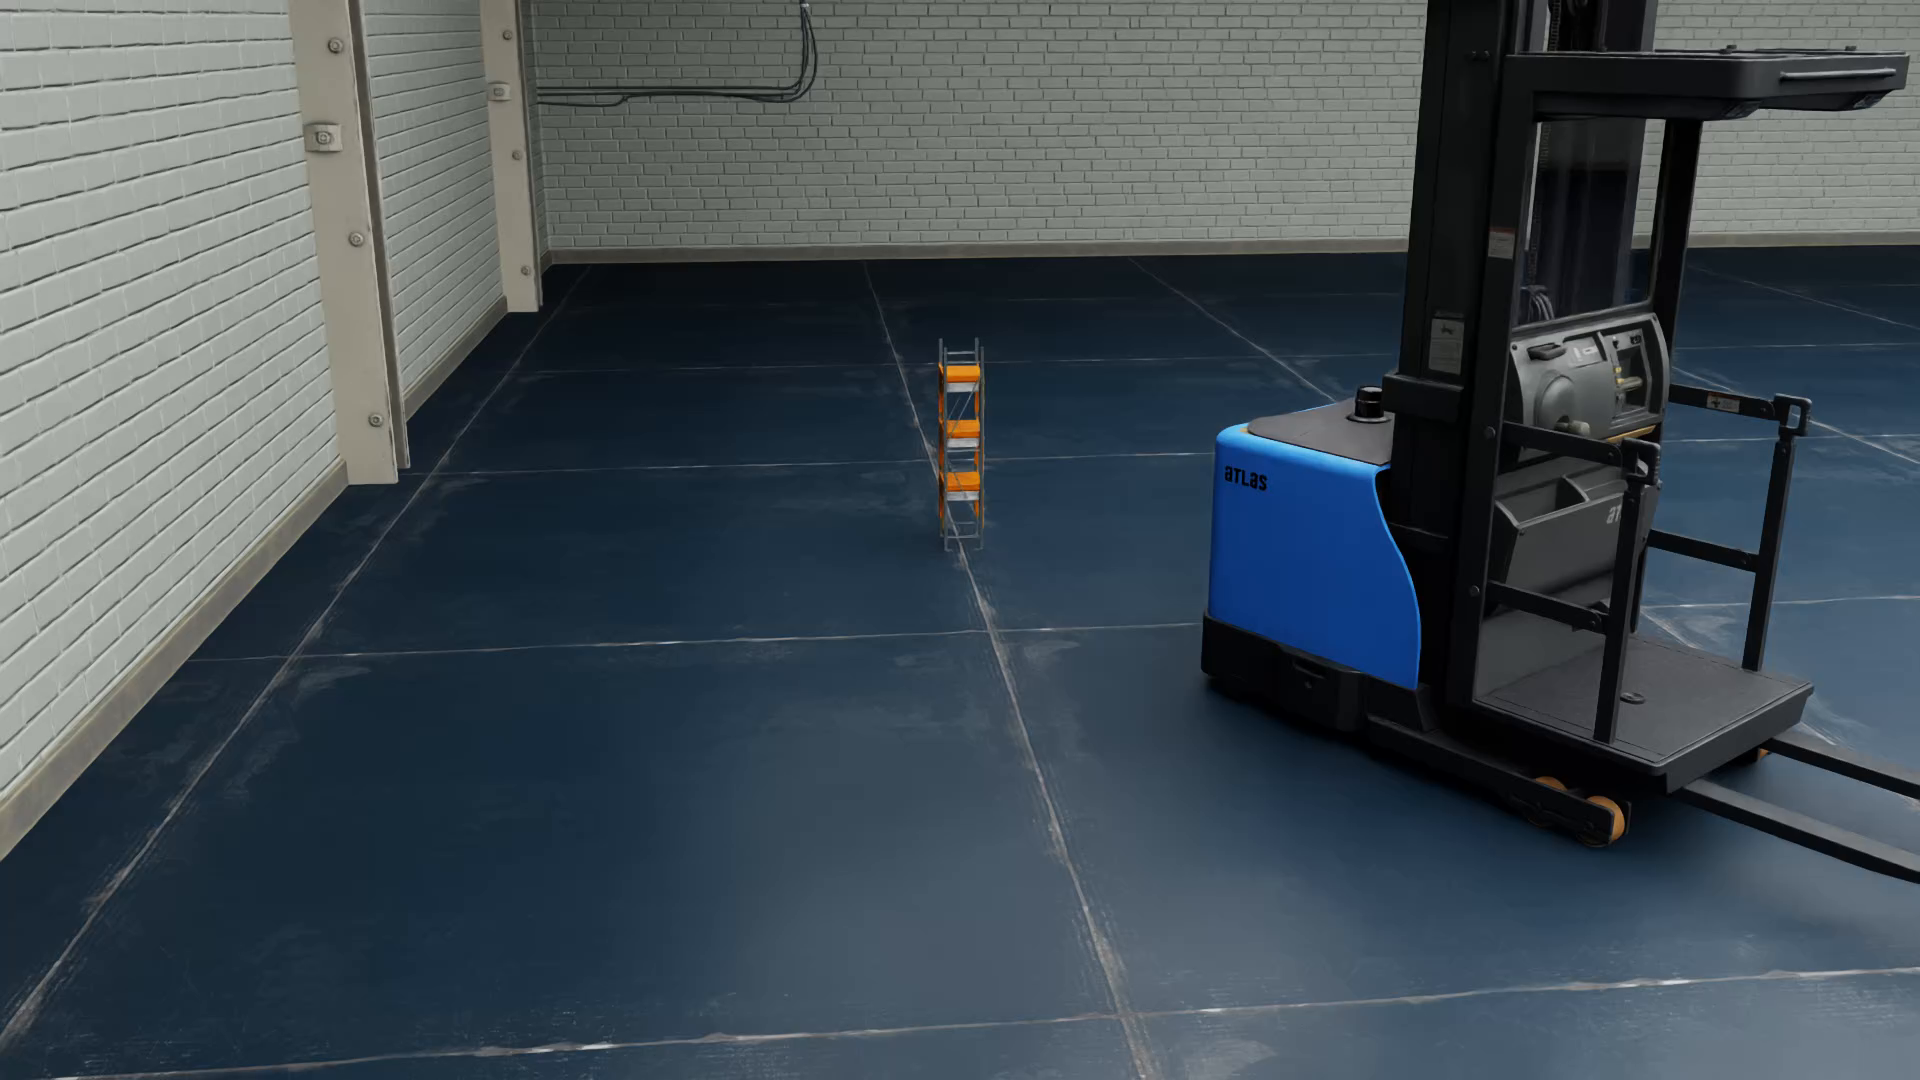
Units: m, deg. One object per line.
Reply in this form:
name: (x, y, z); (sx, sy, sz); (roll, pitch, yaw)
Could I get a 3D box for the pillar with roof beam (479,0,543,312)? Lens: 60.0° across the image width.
pillar with roof beam: (0.190, -6.600, 14.677); (9.100, 9.000, 0.400); (-2, 18, -6)

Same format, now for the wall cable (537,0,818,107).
wall cable: (-3.081, -5.904, 17.645); (3.097, 2.526, 0.112); (-2, 18, -6)

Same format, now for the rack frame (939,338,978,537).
rack frame: (-0.007, -0.521, 8.585); (0.200, 1.050, 0.008); (-2, 18, -6)

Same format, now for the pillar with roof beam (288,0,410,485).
pillar with roof beam: (0.809, -4.813, 8.983); (9.100, 9.000, 0.400); (-2, 18, -6)

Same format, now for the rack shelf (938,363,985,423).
rack shelf: (0.005, -0.746, 8.387); (0.215, 0.259, 0.240); (-2, 18, -6)

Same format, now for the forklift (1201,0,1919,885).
forklift: (2.303, -0.558, 5.561); (1.130, 2.935, 3.031); (-14, 22, -37)

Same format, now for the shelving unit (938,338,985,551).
shelving unit: (0.006, -0.485, 8.469); (0.215, 1.050, 0.252); (-2, 18, -6)

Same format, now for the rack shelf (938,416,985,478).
rack shelf: (0.006, -0.475, 8.472); (0.215, 0.259, 0.240); (-2, 18, -6)

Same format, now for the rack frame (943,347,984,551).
rack frame: (0.018, -0.449, 8.353); (0.200, 1.050, 0.008); (-2, 18, -6)

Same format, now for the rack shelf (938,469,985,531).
rack shelf: (0.006, -0.210, 8.555); (0.215, 0.259, 0.240); (-2, 18, -6)
